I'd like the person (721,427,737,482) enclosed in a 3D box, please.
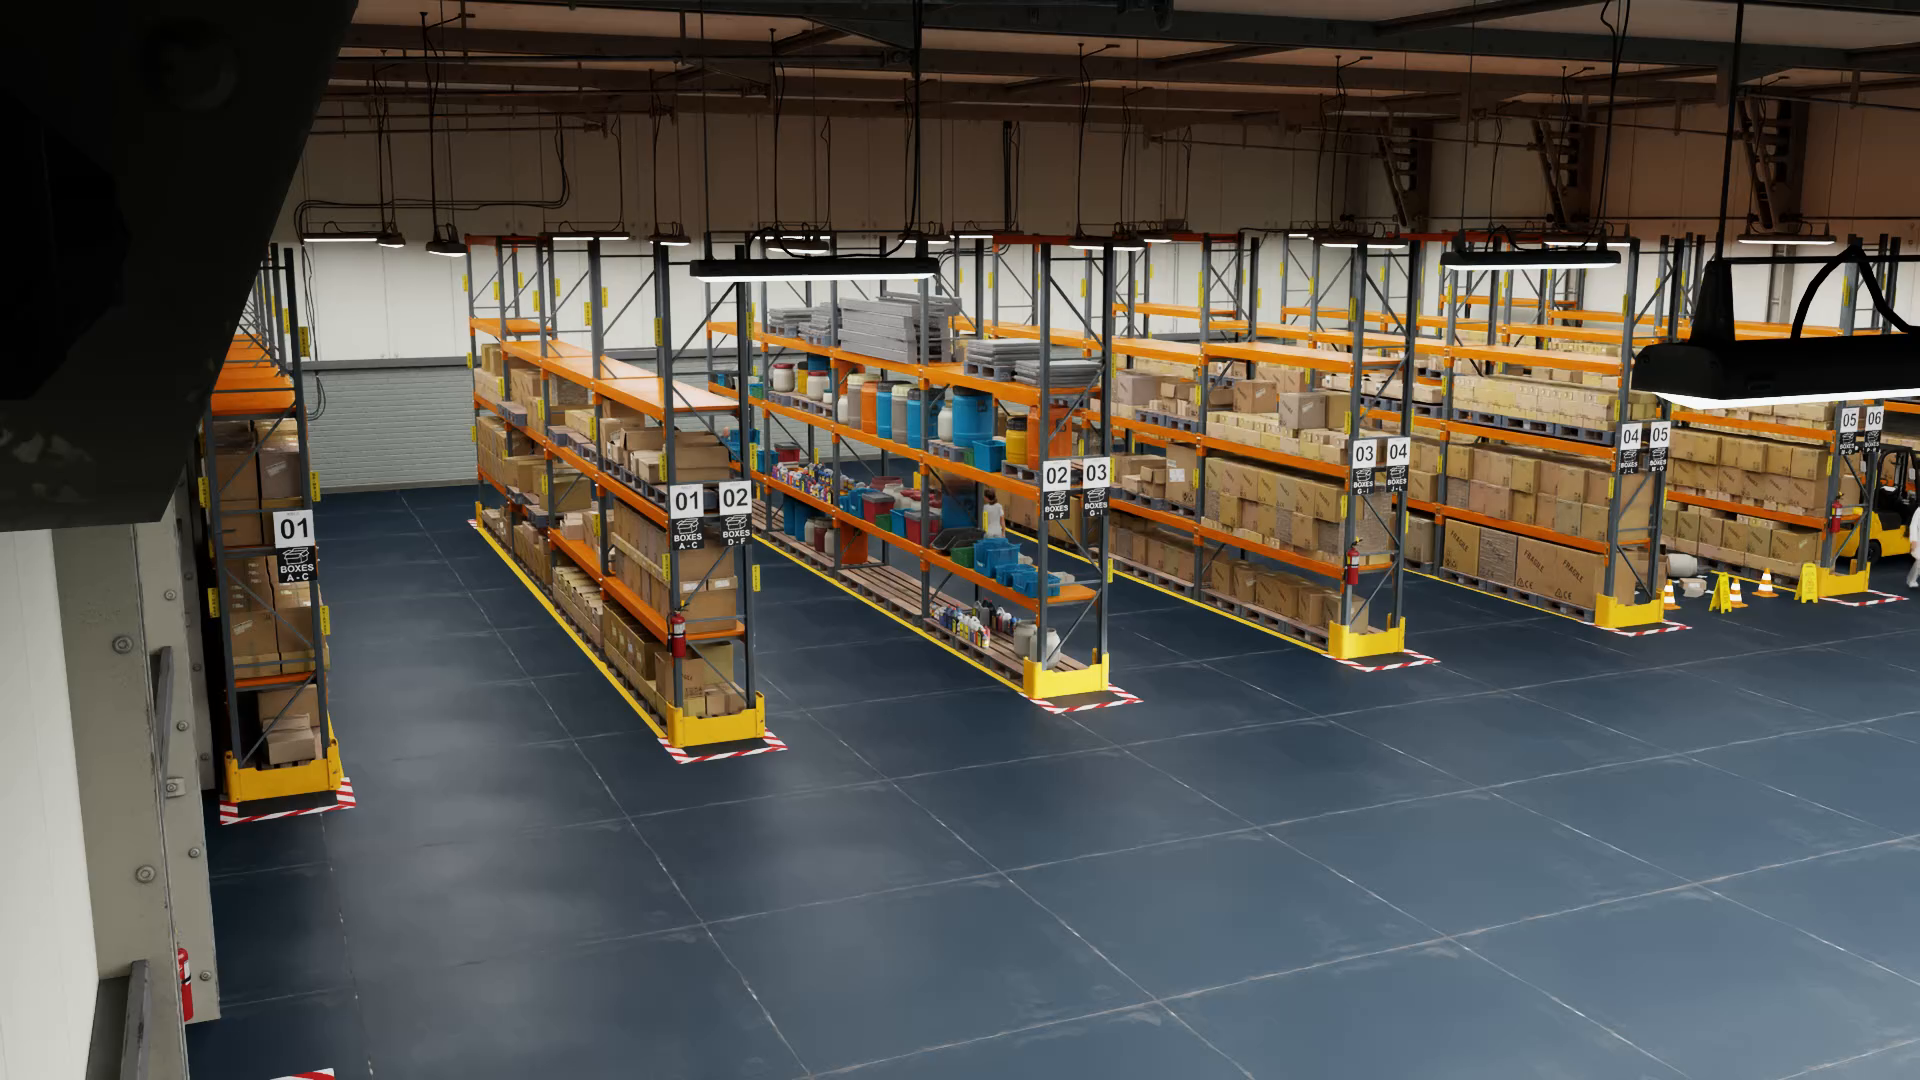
[{"bbox_3d":[-5.387,-1.756,37.852,1.106,1.660,0.514,-1,11,-6],"label":"person"}]

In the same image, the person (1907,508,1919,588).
[{"bbox_3d":[16.431,0.063,28.156,0.674,1.741,1.043,1,11,7],"label":"person"}]

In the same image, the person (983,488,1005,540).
[{"bbox_3d":[0.610,-0.074,29.117,0.519,1.668,0.478,-5,12,-23],"label":"person"}]
